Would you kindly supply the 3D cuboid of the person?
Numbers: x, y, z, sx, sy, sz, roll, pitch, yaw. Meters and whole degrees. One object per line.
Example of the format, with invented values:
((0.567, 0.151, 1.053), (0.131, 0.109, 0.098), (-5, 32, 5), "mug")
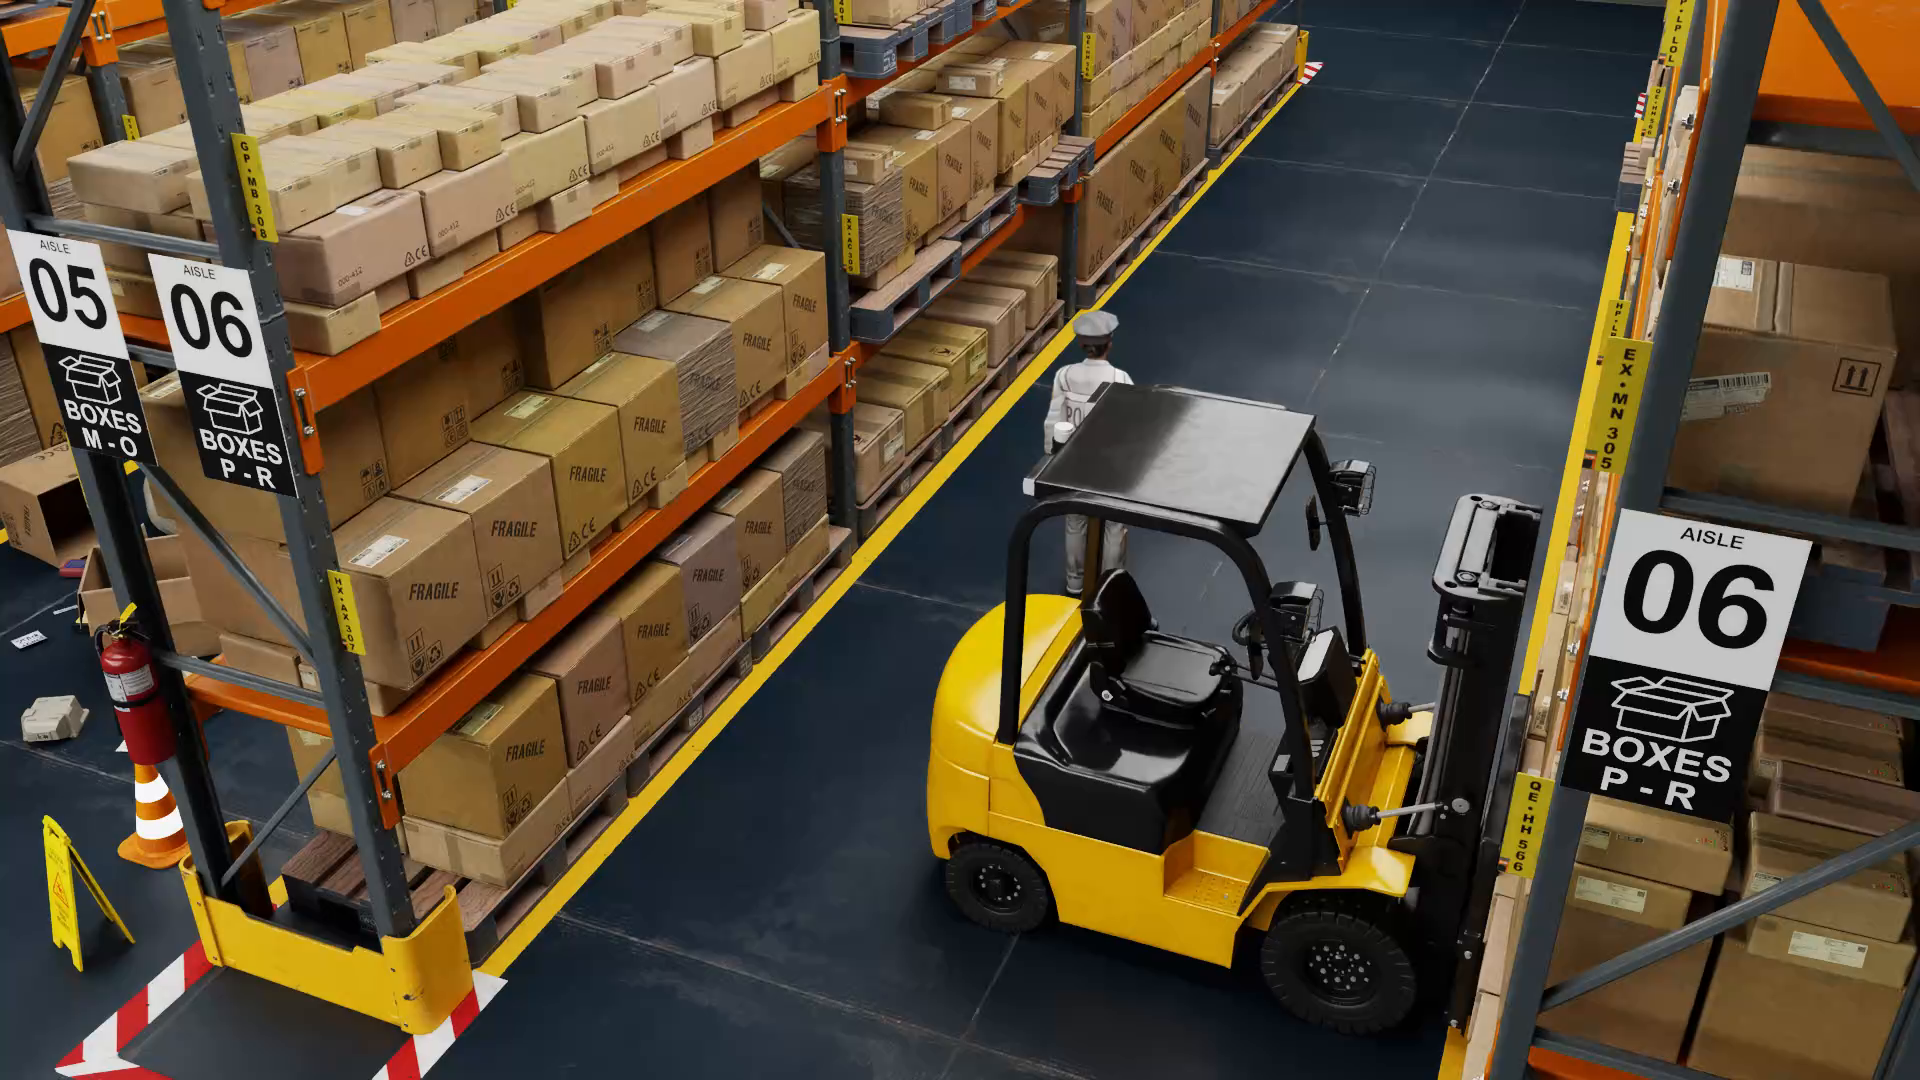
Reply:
((0.732, -0.428, 9.135), (0.542, 1.662, 0.415), (9, 31, 16), "person")
